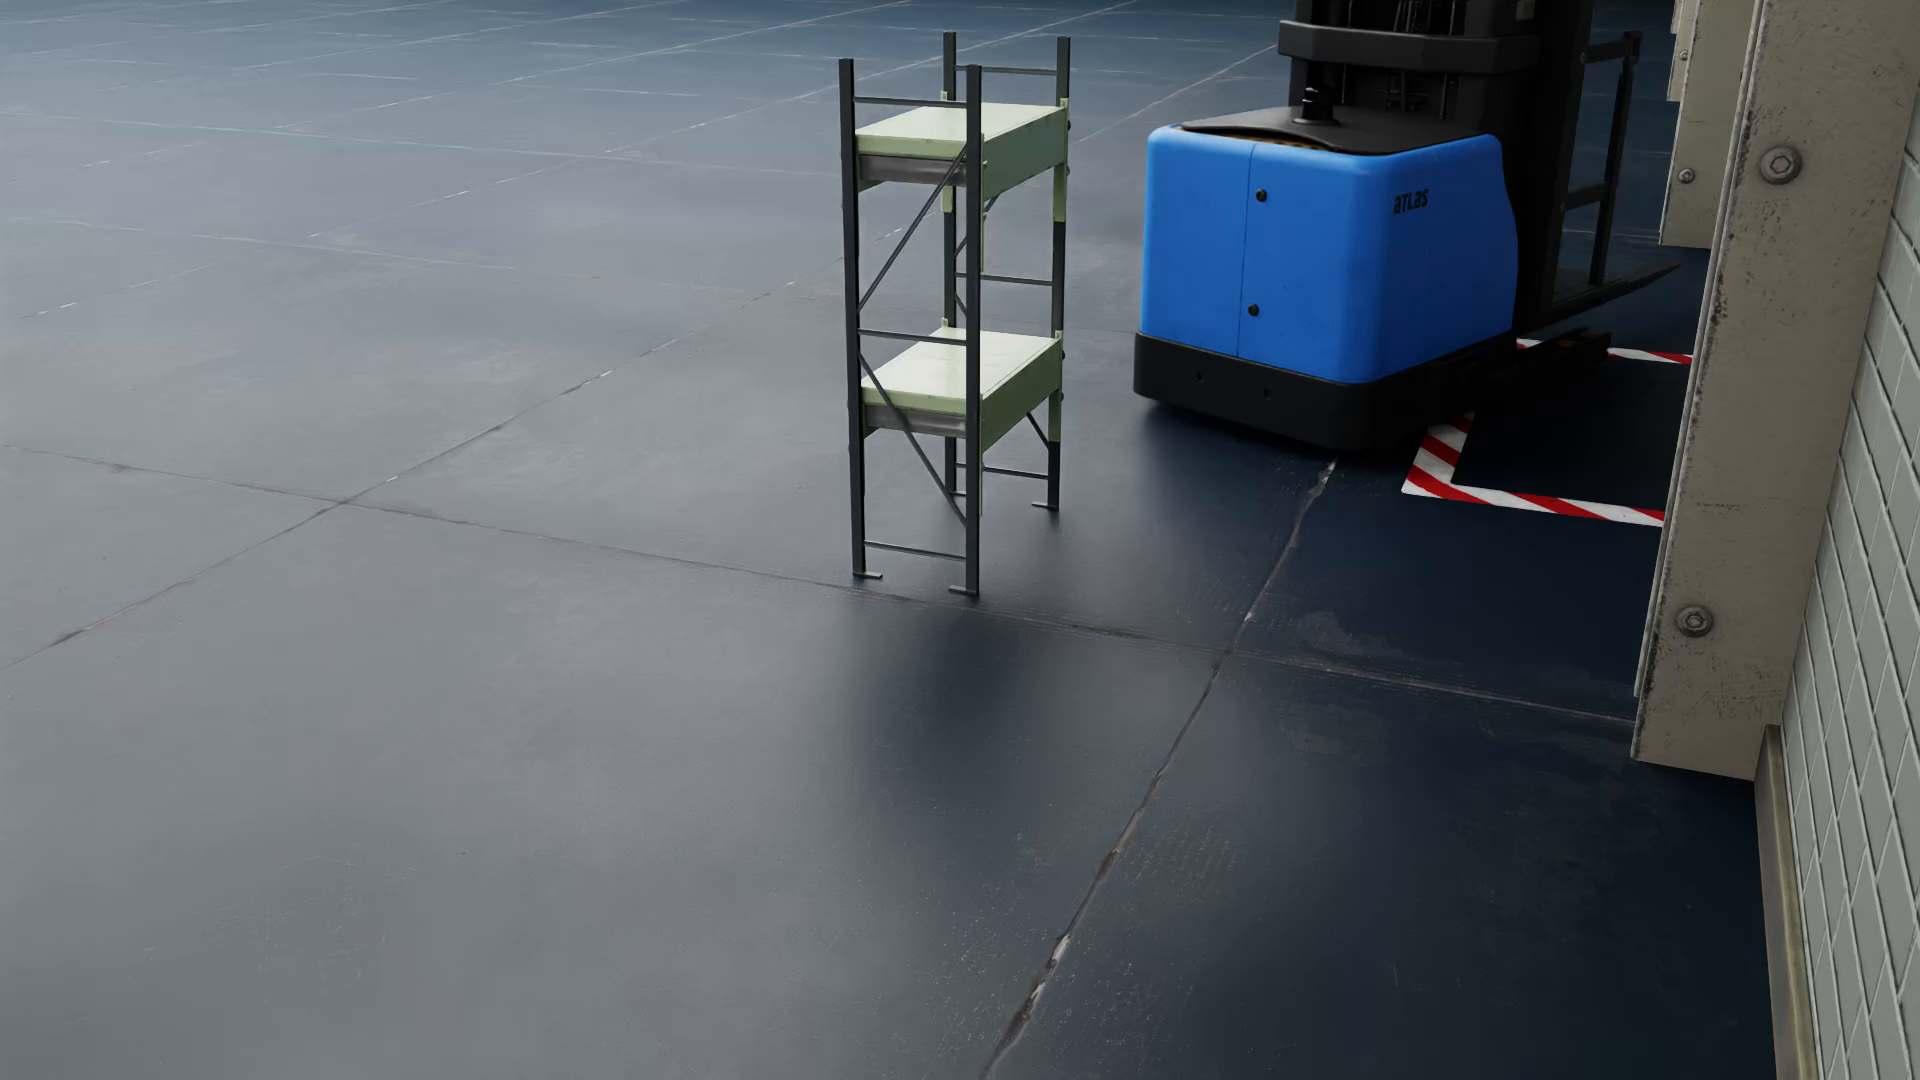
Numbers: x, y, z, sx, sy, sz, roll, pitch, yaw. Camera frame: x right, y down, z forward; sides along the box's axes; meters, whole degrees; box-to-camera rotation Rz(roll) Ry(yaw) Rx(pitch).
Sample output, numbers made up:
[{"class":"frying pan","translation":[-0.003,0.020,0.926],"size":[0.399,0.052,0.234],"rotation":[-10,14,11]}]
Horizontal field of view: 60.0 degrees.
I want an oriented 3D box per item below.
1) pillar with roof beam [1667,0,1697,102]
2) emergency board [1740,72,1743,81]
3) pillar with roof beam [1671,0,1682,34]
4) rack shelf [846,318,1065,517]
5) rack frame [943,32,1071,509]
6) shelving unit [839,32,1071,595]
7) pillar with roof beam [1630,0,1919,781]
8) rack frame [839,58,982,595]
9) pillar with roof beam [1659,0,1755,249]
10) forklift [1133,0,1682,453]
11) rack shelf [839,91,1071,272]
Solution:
[{"class":"pillar with roof beam","translation":[2.287,-8.586,14.131],"size":[9.100,9.000,0.400],"rotation":[9,24,20]},{"class":"emergency board","translation":[2.780,-1.786,5.635],"size":[0.194,1.169,0.643],"rotation":[9,24,20]},{"class":"pillar with roof beam","translation":[4.516,-10.733,19.271],"size":[9.100,9.000,0.400],"rotation":[9,24,20]},{"class":"rack shelf","translation":[0.002,-0.394,5.092],"size":[0.431,0.370,0.720],"rotation":[9,24,20]},{"class":"rack frame","translation":[0.138,-0.825,5.280],"size":[0.400,1.500,0.023],"rotation":[9,24,20]},{"class":"shelving unit","translation":[0.002,-0.694,4.967],"size":[0.431,1.500,0.755],"rotation":[9,24,20]},{"class":"pillar with roof beam","translation":[-2.170,-4.292,3.850],"size":[9.100,9.000,0.400],"rotation":[9,24,20]},{"class":"rack frame","translation":[-0.133,-0.563,4.653],"size":[0.400,1.500,0.023],"rotation":[9,24,20]},{"class":"pillar with roof beam","translation":[0.059,-6.439,8.990],"size":[9.100,9.000,0.400],"rotation":[9,24,20]},{"class":"forklift","translation":[2.074,-2.132,6.552],"size":[3.031,2.935,1.130],"rotation":[-21,30,-40]},{"class":"rack shelf","translation":[0.002,-1.055,4.816],"size":[0.431,0.370,0.720],"rotation":[9,24,20]}]
